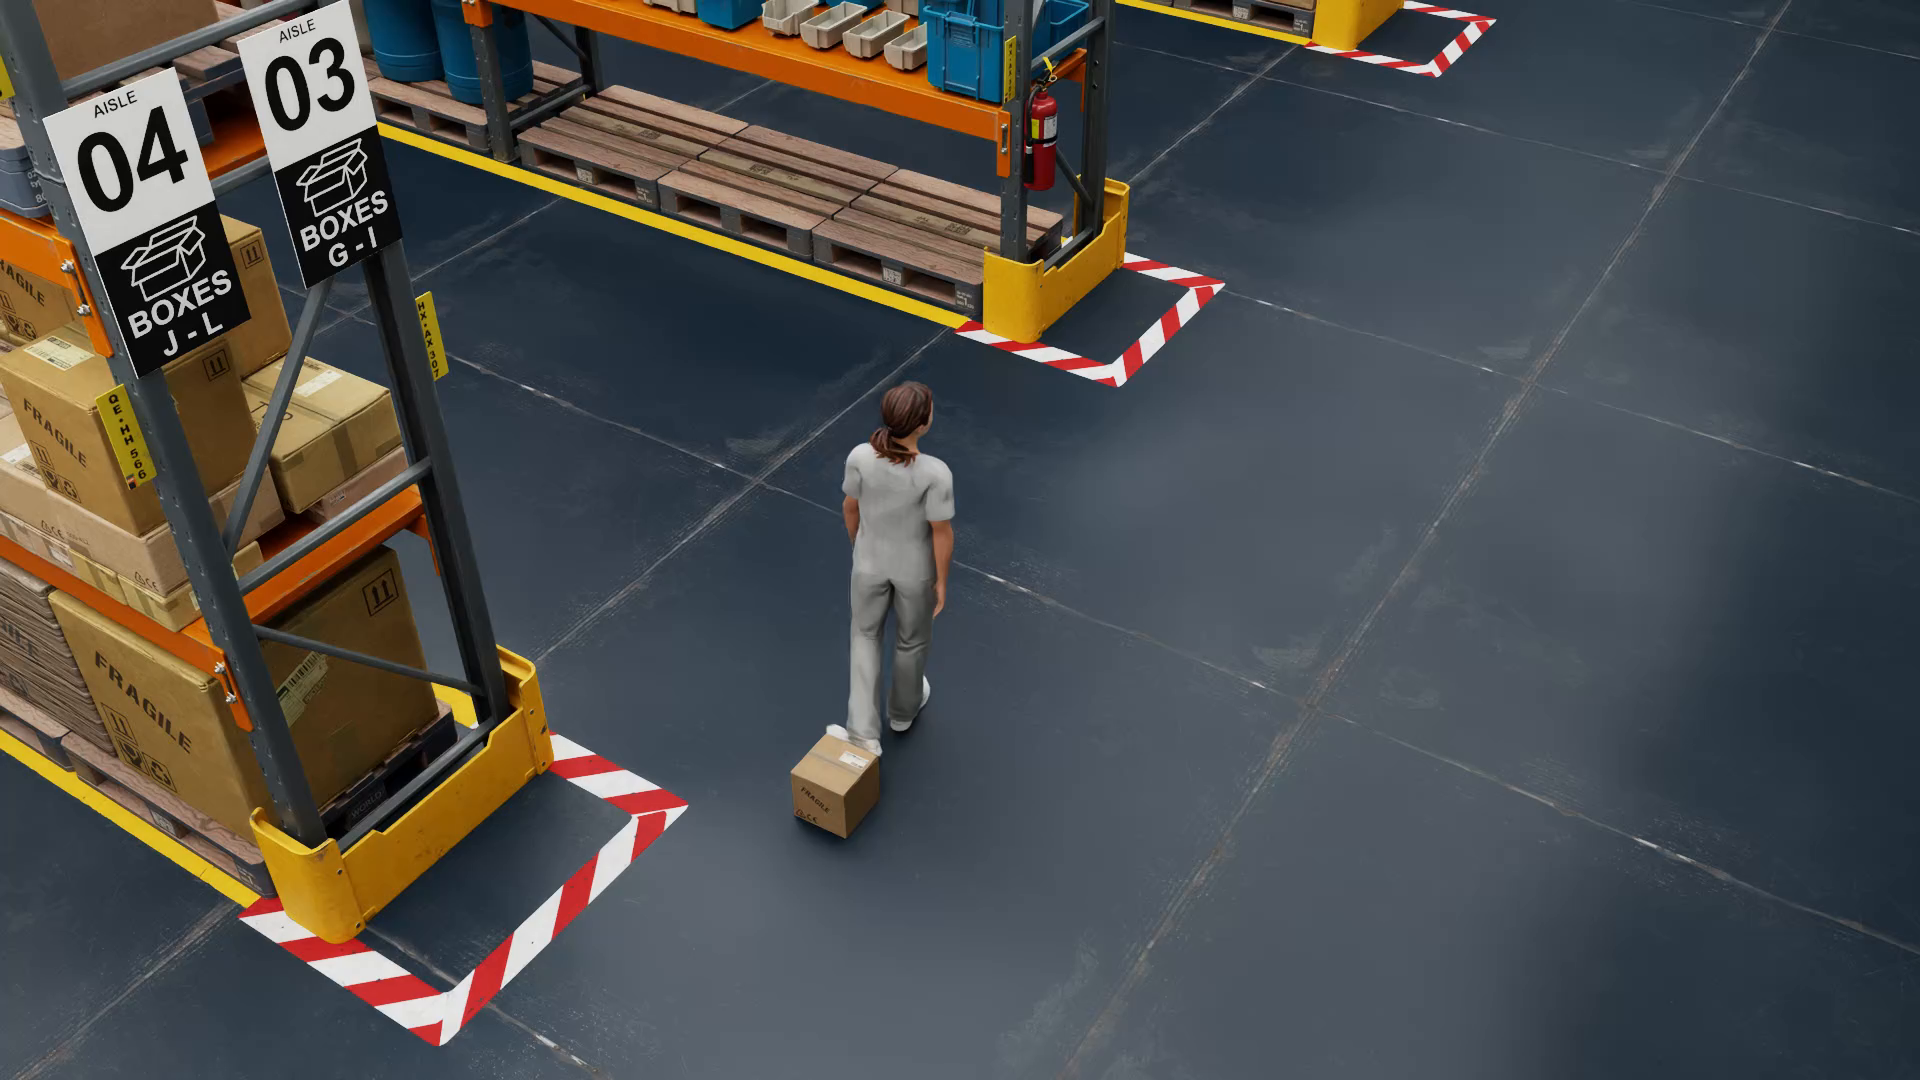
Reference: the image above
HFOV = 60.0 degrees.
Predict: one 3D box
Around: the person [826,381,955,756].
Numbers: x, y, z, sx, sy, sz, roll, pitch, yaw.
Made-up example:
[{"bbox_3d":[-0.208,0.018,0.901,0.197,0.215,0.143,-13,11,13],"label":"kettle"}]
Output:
[{"bbox_3d":[-0.276,0.158,6.480,0.501,1.666,0.616,9,39,11],"label":"person"}]
